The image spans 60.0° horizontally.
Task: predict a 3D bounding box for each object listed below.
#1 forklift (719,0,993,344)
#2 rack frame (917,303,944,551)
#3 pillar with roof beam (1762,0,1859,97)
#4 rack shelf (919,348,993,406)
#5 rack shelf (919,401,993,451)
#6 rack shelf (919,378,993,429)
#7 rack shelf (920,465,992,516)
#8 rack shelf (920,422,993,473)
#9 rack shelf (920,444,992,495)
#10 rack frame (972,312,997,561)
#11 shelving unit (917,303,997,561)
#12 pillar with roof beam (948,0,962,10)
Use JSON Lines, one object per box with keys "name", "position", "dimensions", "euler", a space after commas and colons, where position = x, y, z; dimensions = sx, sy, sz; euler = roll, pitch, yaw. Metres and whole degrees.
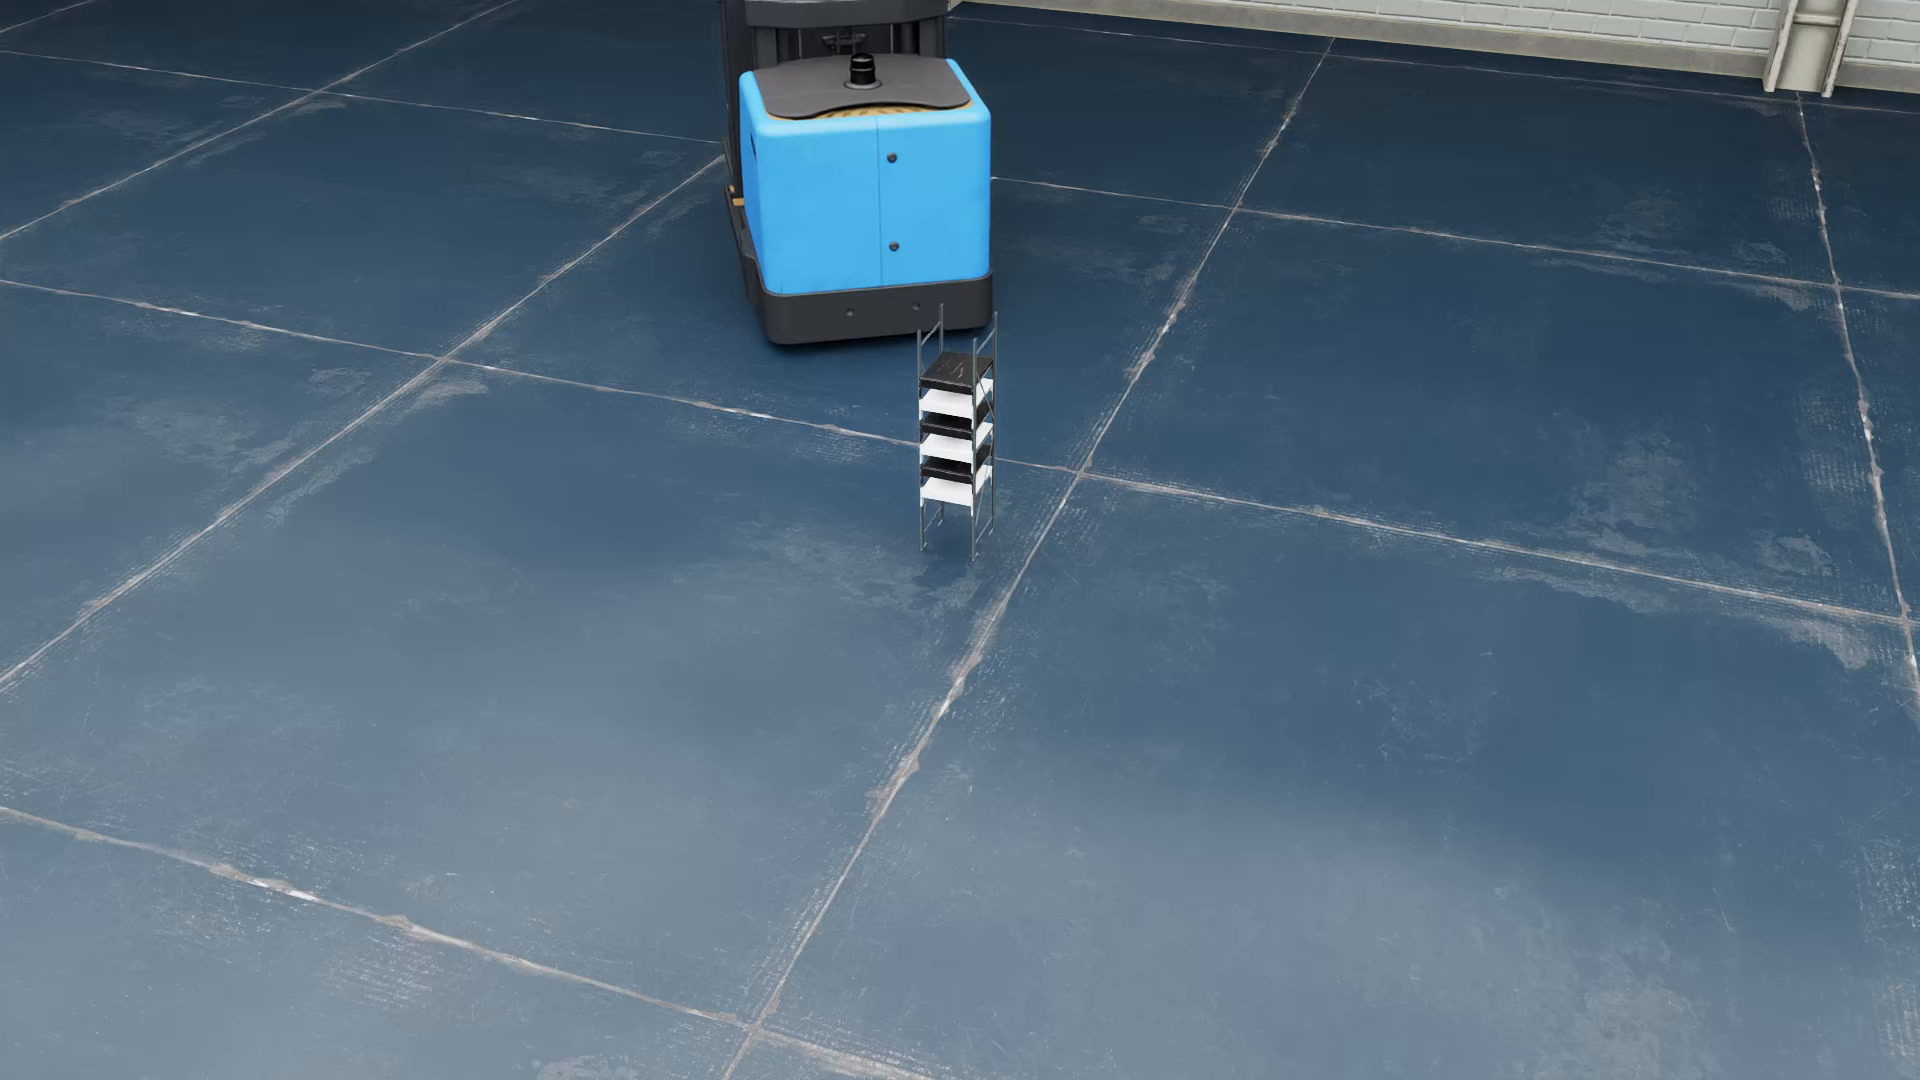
{"name": "forklift", "position": [-0.654, -2.901, 8.041], "dimensions": [1.130, 2.935, 3.031], "euler": [-6, 33, -10]}
{"name": "rack frame", "position": [-0.103, -0.398, 6.037], "dimensions": [0.006, 0.900, 0.240], "euler": [11, 34, 16]}
{"name": "pillar with roof beam", "position": [3.984, -4.527, 4.965], "dimensions": [0.400, 9.000, 9.100], "euler": [11, 34, 16]}
{"name": "rack shelf", "position": [-0.008, -0.578, 5.880], "dimensions": [0.200, 0.077, 0.258], "euler": [11, 34, 16]}
{"name": "rack shelf", "position": [-0.008, -0.427, 5.977], "dimensions": [0.200, 0.077, 0.258], "euler": [11, 34, 16]}
{"name": "rack shelf", "position": [-0.008, -0.503, 5.929], "dimensions": [0.200, 0.077, 0.258], "euler": [11, 34, 16]}
{"name": "rack shelf", "position": [-0.008, -0.200, 6.124], "dimensions": [0.200, 0.077, 0.258], "euler": [11, 34, 16]}
{"name": "rack shelf", "position": [-0.008, -0.352, 6.026], "dimensions": [0.200, 0.077, 0.258], "euler": [11, 34, 16]}
{"name": "rack shelf", "position": [-0.008, -0.276, 6.075], "dimensions": [0.200, 0.077, 0.258], "euler": [11, 34, 16]}
{"name": "rack frame", "position": [0.088, -0.361, 5.979], "dimensions": [0.006, 0.900, 0.240], "euler": [11, 34, 16]}
{"name": "shelving unit", "position": [-0.008, -0.380, 6.008], "dimensions": [0.210, 0.900, 0.258], "euler": [11, 34, 16]}
{"name": "pillar with roof beam", "position": [-1.664, -5.625, 6.665], "dimensions": [0.400, 9.000, 9.100], "euler": [11, 34, 16]}
